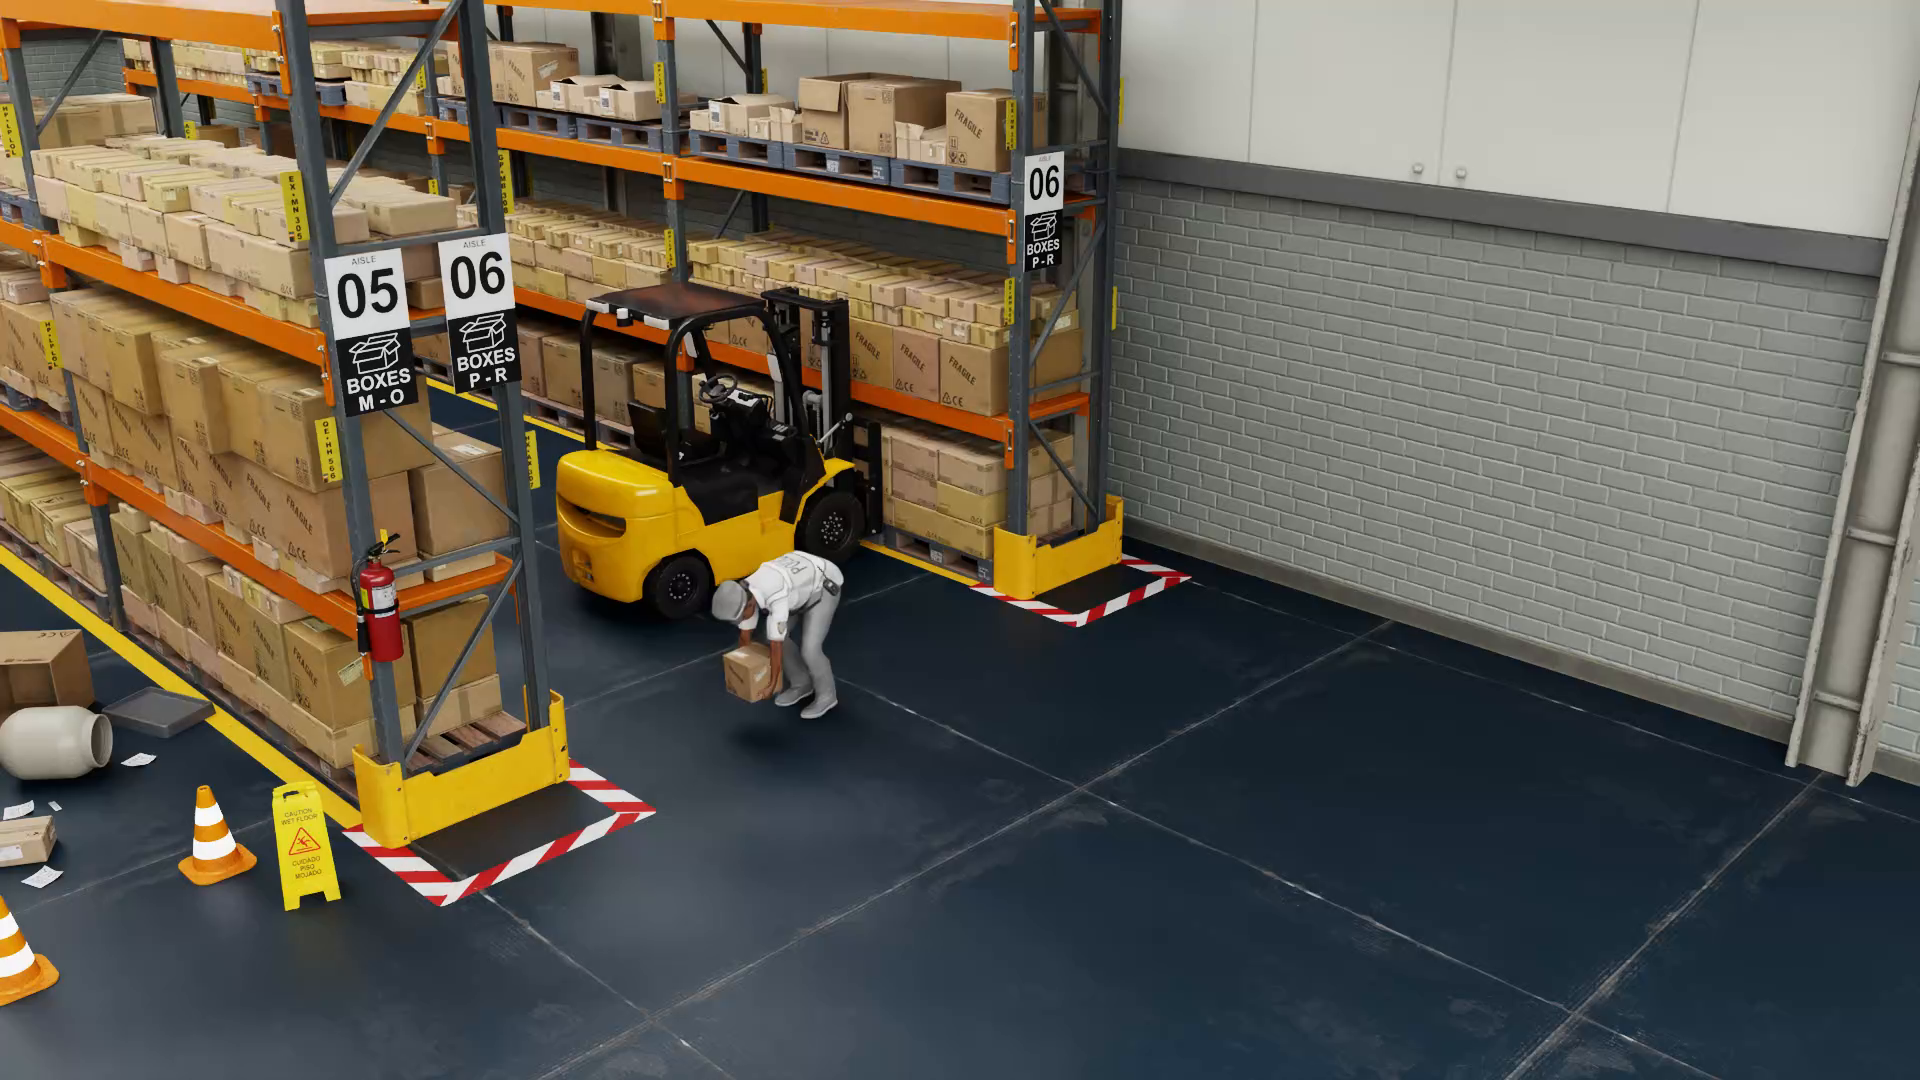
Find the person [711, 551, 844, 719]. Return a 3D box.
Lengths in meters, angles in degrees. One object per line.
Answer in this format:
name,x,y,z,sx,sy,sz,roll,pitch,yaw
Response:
person,-1.126,0.630,10.299,0.434,1.040,0.941,18,27,39
